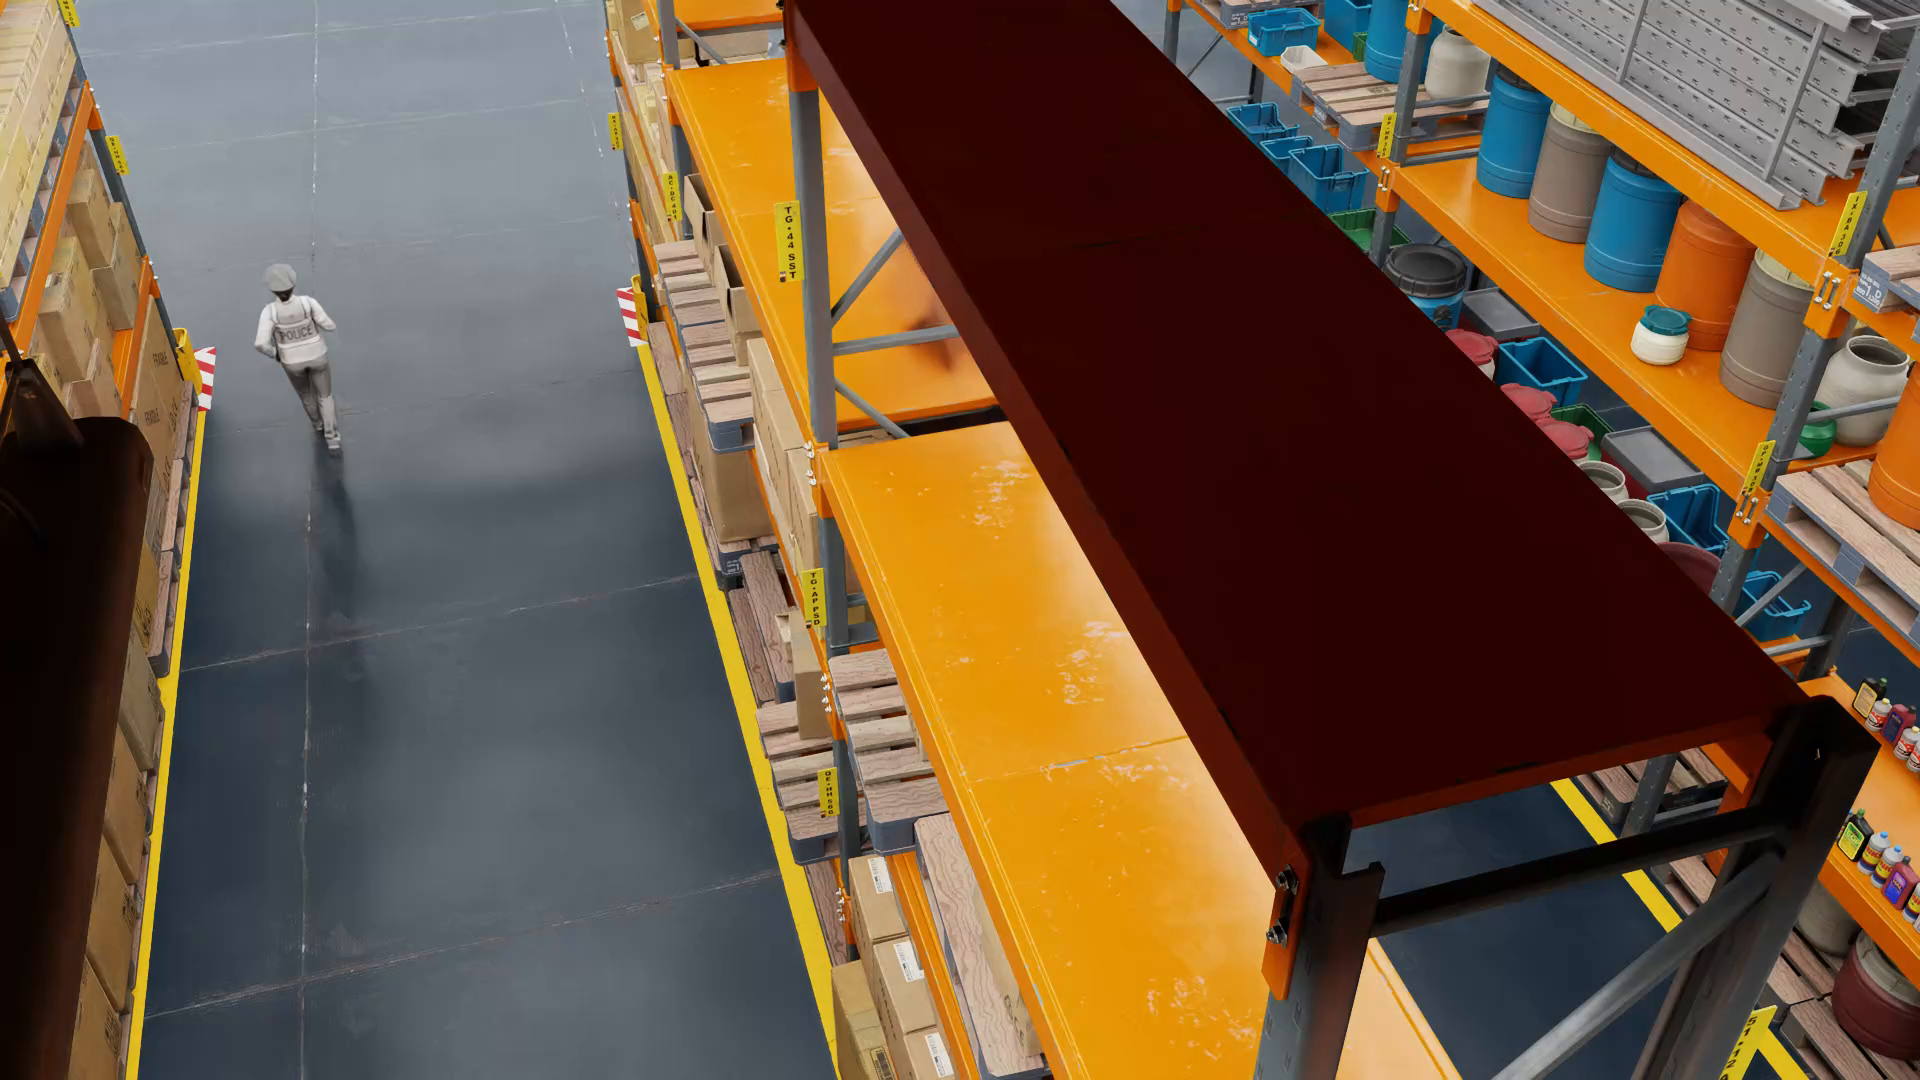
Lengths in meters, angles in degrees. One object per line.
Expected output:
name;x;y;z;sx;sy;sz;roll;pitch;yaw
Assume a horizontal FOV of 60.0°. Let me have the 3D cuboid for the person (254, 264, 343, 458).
person;-5.233;-1.442;13.235;0.617;1.662;0.958;-15;41;-18
